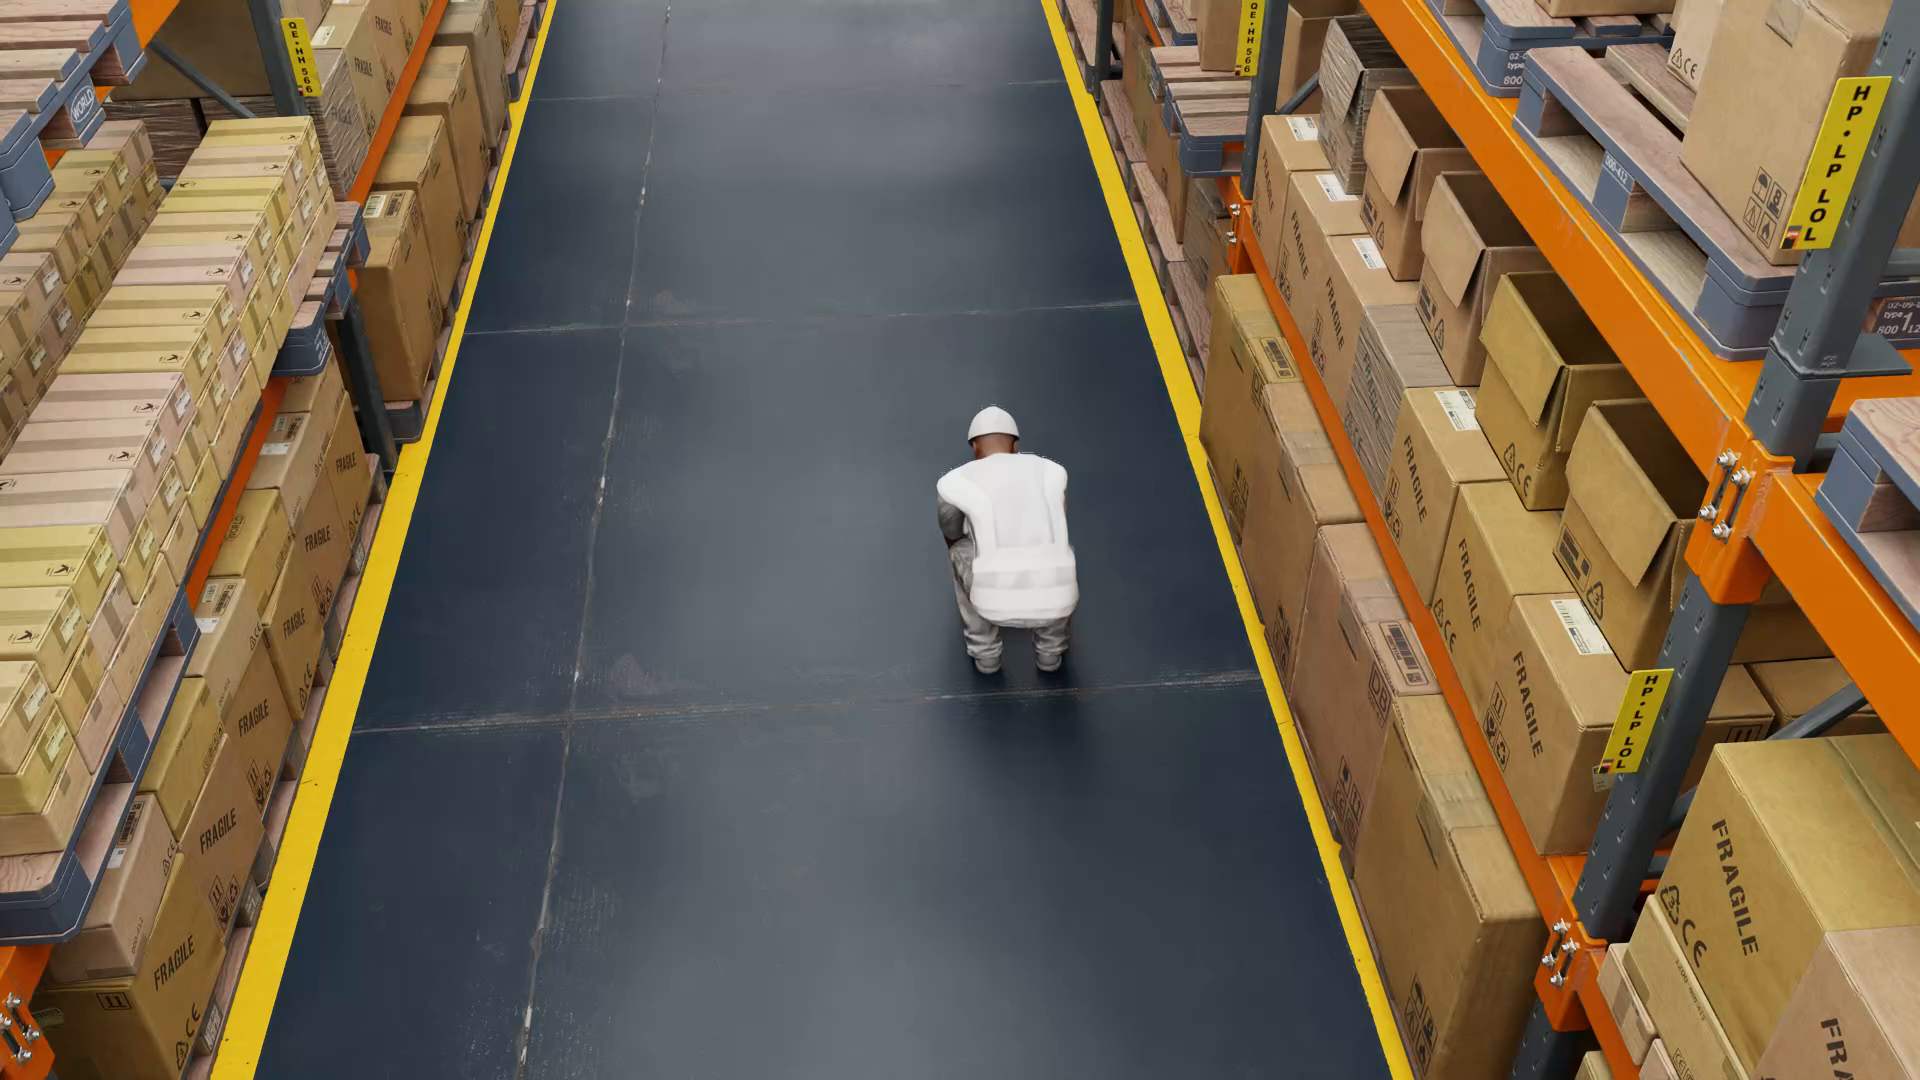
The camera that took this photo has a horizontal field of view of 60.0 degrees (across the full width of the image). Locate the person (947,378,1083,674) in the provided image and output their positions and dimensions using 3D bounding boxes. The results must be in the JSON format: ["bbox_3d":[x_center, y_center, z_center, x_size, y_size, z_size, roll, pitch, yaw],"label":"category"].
[{"bbox_3d":[0.212,-0.078,6.806,0.510,1.063,0.991,-4,39,-5],"label":"person"}]
